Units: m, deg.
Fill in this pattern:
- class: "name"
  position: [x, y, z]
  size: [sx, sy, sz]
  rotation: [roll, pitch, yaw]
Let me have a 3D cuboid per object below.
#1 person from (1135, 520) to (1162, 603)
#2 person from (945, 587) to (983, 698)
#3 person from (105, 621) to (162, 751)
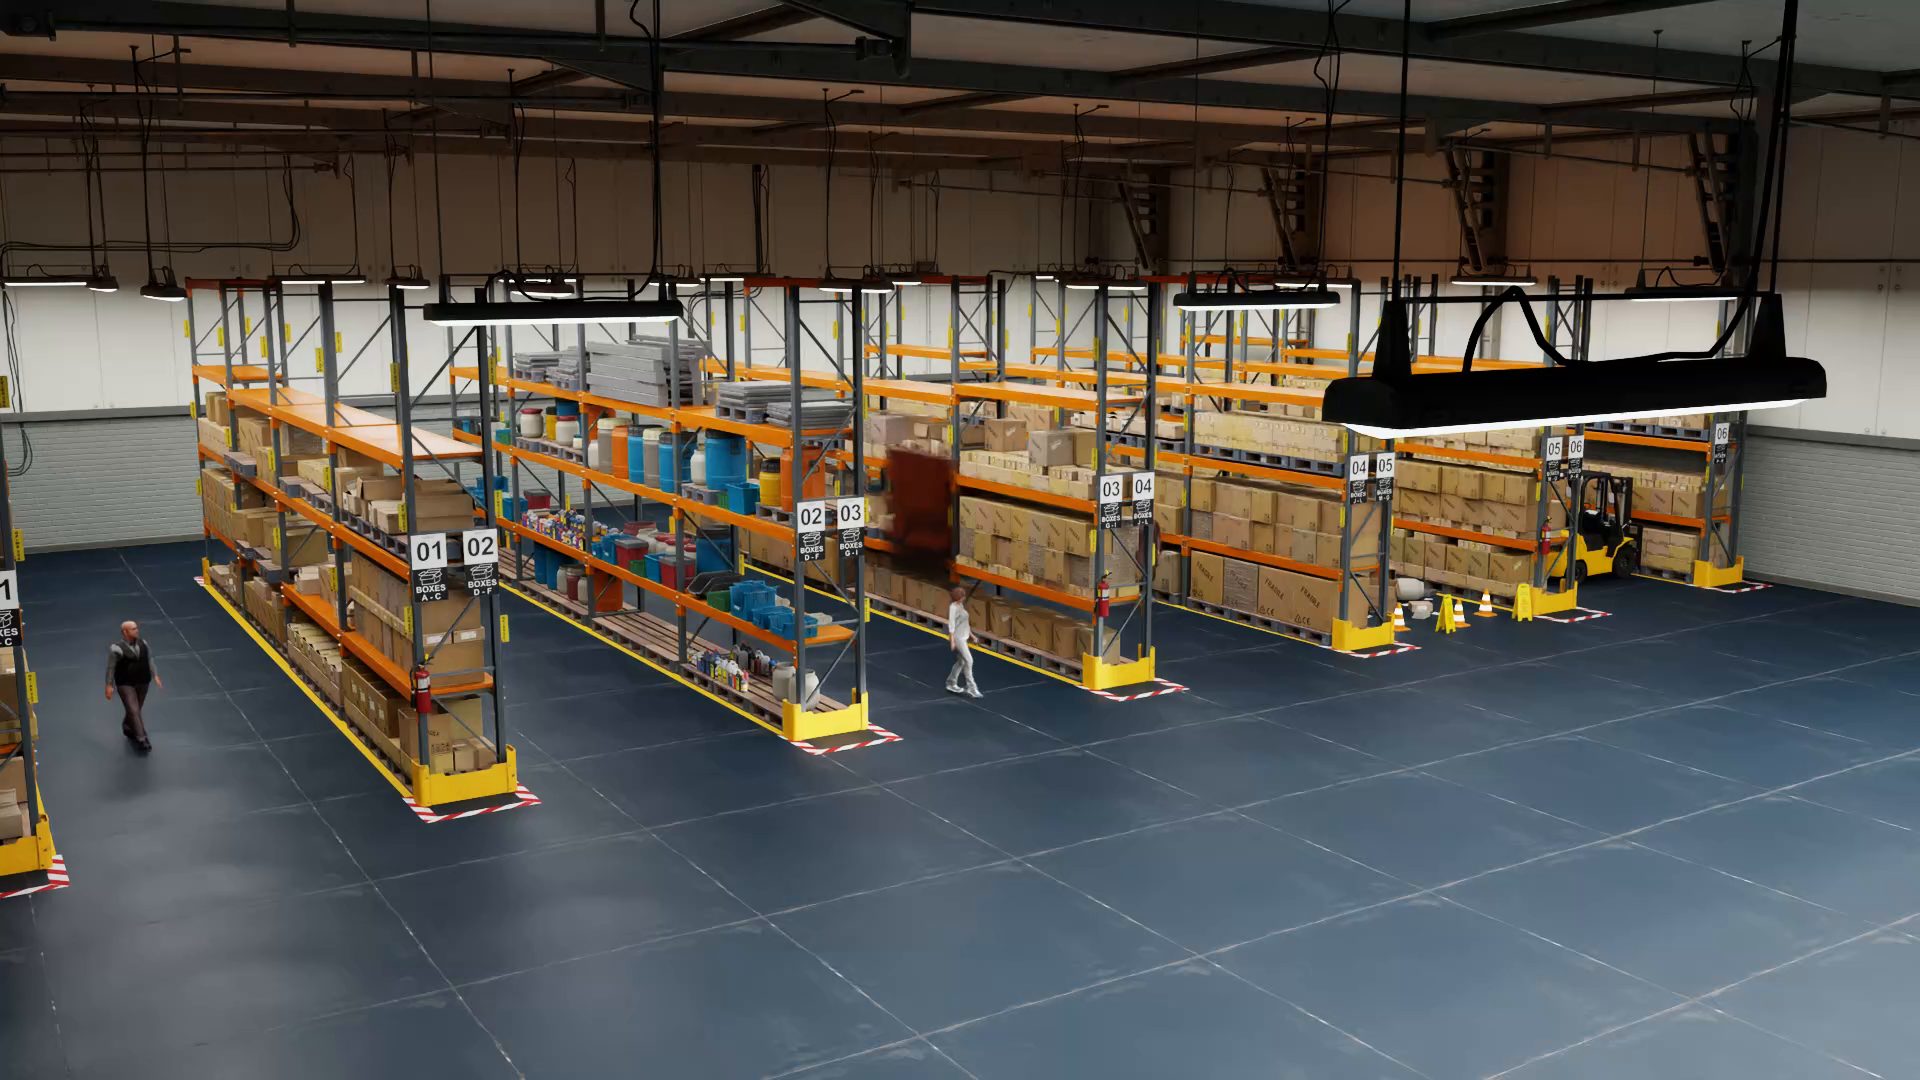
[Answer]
- class: "person"
  position: [3.291, 0.318, 29.784]
  size: [0.620, 1.656, 0.801]
  rotation: [-3, 10, -19]
- class: "person"
  position: [0.073, 1.492, 24.437]
  size: [0.610, 1.612, 0.437]
  rotation: [2, 10, 11]
- class: "person"
  position: [-10.805, 1.879, 21.742]
  size: [1.068, 1.663, 0.643]
  rotation: [8, 12, 38]
